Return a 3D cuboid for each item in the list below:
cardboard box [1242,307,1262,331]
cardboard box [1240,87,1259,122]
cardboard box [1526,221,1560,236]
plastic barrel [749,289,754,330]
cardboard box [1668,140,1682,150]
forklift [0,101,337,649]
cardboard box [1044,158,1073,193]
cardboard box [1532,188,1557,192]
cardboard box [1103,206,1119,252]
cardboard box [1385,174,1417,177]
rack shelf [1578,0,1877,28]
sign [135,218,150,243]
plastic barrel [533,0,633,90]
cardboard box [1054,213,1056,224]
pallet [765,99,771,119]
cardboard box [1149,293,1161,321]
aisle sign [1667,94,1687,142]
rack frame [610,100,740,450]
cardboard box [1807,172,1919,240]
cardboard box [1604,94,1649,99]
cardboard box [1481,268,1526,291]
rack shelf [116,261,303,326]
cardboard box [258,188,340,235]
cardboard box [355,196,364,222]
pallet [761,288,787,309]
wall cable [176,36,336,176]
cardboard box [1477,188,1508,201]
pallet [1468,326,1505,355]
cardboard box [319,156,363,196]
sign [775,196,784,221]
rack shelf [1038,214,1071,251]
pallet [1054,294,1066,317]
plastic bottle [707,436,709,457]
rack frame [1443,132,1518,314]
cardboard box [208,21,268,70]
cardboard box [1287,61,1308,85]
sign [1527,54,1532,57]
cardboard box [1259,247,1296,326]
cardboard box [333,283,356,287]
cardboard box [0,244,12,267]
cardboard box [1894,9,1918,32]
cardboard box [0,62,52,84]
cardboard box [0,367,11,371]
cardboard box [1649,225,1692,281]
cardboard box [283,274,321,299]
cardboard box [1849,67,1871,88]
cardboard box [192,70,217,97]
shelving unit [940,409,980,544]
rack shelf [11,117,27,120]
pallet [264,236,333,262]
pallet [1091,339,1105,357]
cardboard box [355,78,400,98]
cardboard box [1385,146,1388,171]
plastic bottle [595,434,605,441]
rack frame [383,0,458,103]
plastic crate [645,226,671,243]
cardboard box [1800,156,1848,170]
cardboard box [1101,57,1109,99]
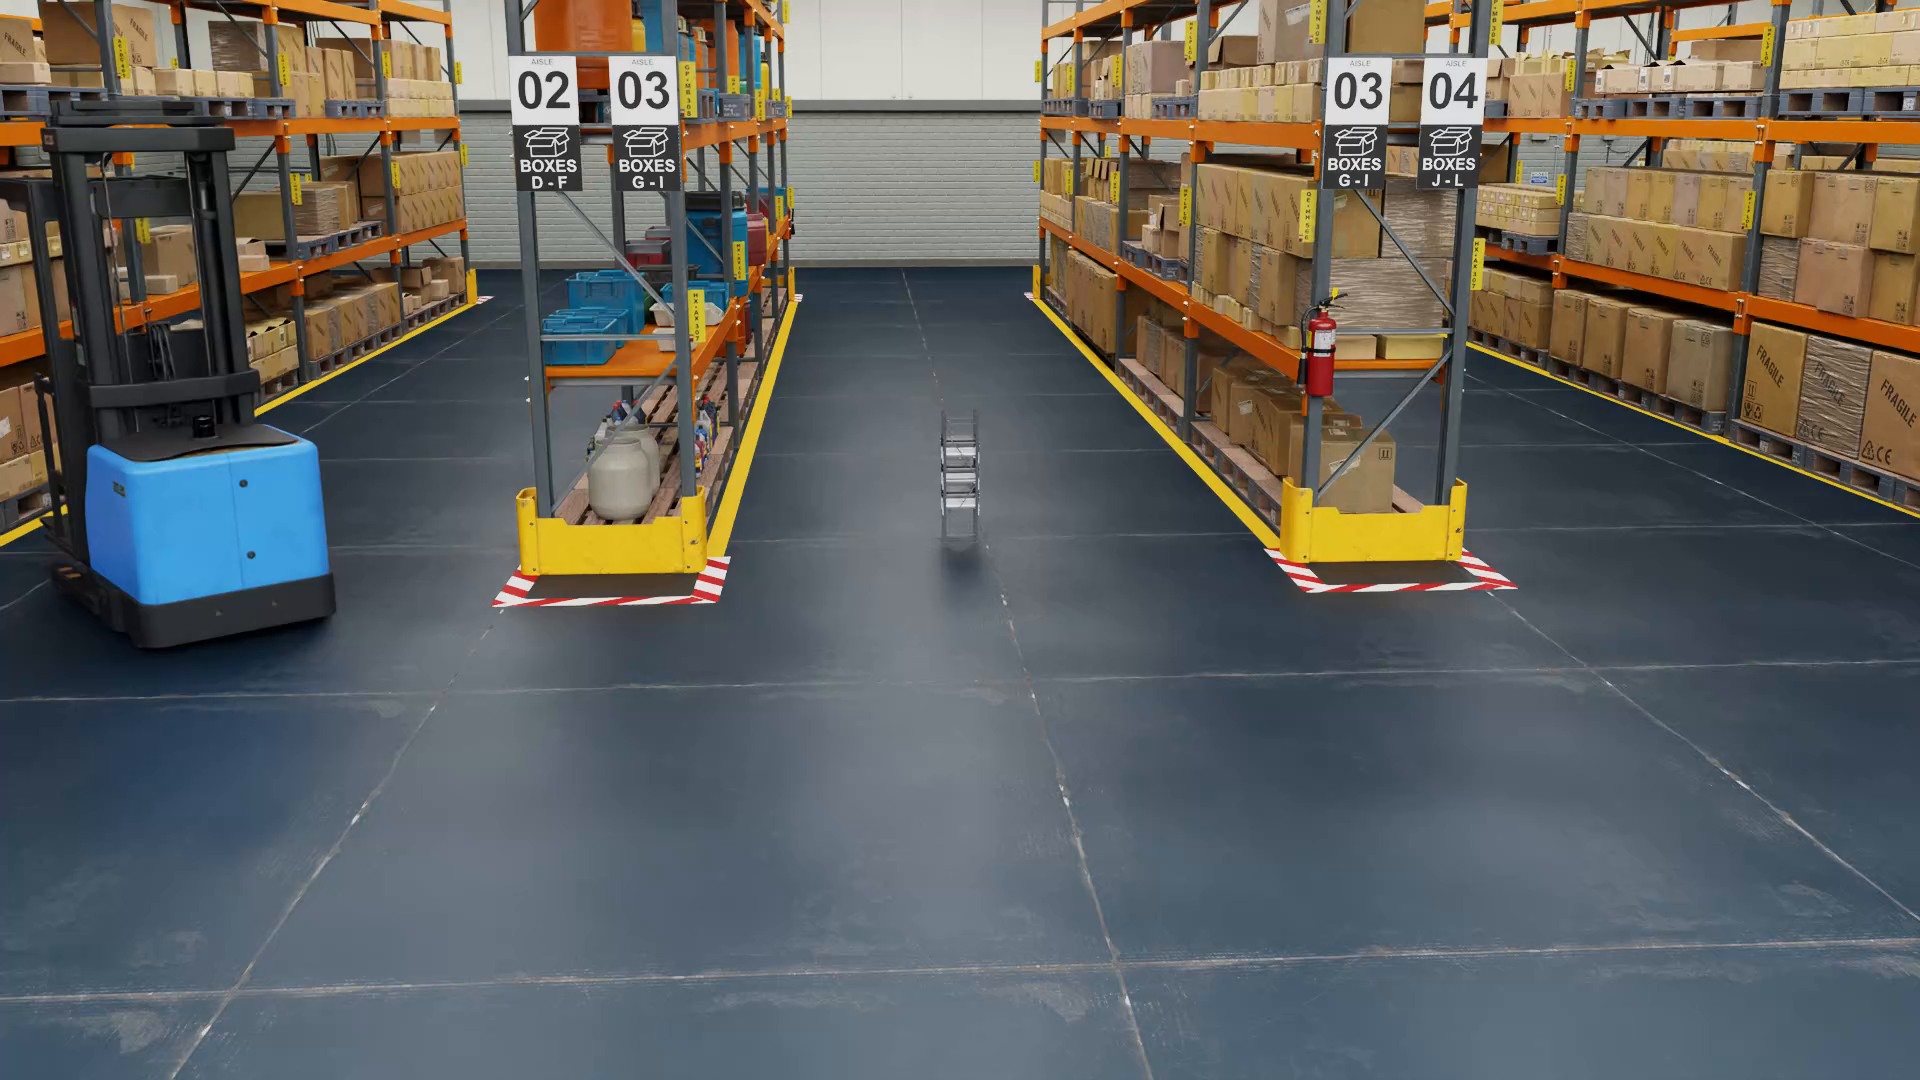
[{"bbox_3d":[2.328,-1.652,12.430,0.380,0.149,0.250,-1,14,-3],"label":"cardboard box"},{"bbox_3d":[2.373,-3.207,12.252,0.500,0.250,0.500,-1,14,-4],"label":"cardboard box"},{"bbox_3d":[6.722,-3.573,19.053,0.380,0.149,0.250,-1,14,-3],"label":"cardboard box"},{"bbox_3d":[-2.876,-3.118,20.992,0.600,0.901,0.708,-1,14,-3],"label":"plastic barrel"},{"bbox_3d":[11.395,-6.221,26.175,0.380,0.149,0.250,-1,14,-2],"label":"cardboard box"},{"bbox_3d":[-4.956,-1.126,10.019,1.130,2.935,3.031,-12,19,-40],"label":"forklift"},{"bbox_3d":[1.550,-5.500,25.082,0.500,0.500,0.500,-1,14,-5],"label":"cardboard box"},{"bbox_3d":[7.281,-4.252,20.500,0.380,0.149,0.250,-1,14,-4],"label":"cardboard box"},{"bbox_3d":[1.951,-3.615,19.357,0.500,0.500,0.500,-1,14,-4],"label":"cardboard box"},{"bbox_3d":[2.964,-2.276,11.550,0.500,0.500,0.500,-1,14,-3],"label":"cardboard box"},{"bbox_3d":[7.335,-5.241,16.084,1.077,0.370,4.000,-1,14,-3],"label":"rack shelf"},{"bbox_3d":[-6.832,-2.644,13.885,0.100,0.325,0.005,-1,14,-3],"label":"sign"},{"bbox_3d":[-2.350,-3.241,10.377,0.600,0.830,0.708,-1,14,-3],"label":"plastic barrel"},{"bbox_3d":[1.566,-4.651,24.086,0.380,0.149,0.250,-1,14,-3],"label":"cardboard box"},{"bbox_3d":[-2.639,-4.800,18.523,1.003,0.211,1.213,-1,14,-3],"label":"pallet"},{"bbox_3d":[2.326,-2.523,17.942,0.500,0.250,0.500,0,14,-1],"label":"cardboard box"},{"bbox_3d":[11.356,-6.739,26.480,0.394,0.787,0.004,-1,14,-3],"label":"aisle sign"},{"bbox_3d":[-2.441,-2.253,14.261,1.000,3.000,0.127,-1,14,-3],"label":"rack frame"},{"bbox_3d":[7.597,-2.749,13.722,0.875,0.550,0.550,-1,14,-3],"label":"cardboard box"},{"bbox_3d":[7.441,-5.022,18.806,0.500,0.500,0.500,-1,14,-3],"label":"cardboard box"},{"bbox_3d":[6.808,-3.279,20.919,0.500,0.250,0.500,0,14,-1],"label":"cardboard box"},{"bbox_3d":[-7.509,-2.326,15.991,1.077,0.370,4.000,-1,14,-3],"label":"rack shelf"},{"bbox_3d":[-7.651,-3.809,19.267,0.700,0.500,0.500,2,15,7],"label":"cardboard box"},{"bbox_3d":[-8.168,-4.335,22.156,0.500,0.500,0.500,-1,14,-3],"label":"cardboard box"},{"bbox_3d":[-3.172,-3.681,25.408,1.003,0.211,1.213,-1,14,-3],"label":"pallet"},{"bbox_3d":[-13.067,-7.898,30.394,3.097,2.526,0.112,-1,14,-3],"label":"wall cable"},{"bbox_3d":[6.610,-4.313,20.738,0.380,0.149,0.250,0,14,-1],"label":"cardboard box"},{"bbox_3d":[7.091,-2.522,20.904,1.003,0.211,1.213,-1,14,-3],"label":"pallet"},{"bbox_3d":[-8.171,-4.821,22.037,0.500,0.500,0.500,-1,14,-3],"label":"cardboard box"},{"bbox_3d":[-2.388,-4.384,21.991,0.100,0.325,0.005,-1,14,-3],"label":"sign"},{"bbox_3d":[1.883,-4.468,24.314,1.077,0.370,4.000,-1,14,-3],"label":"rack shelf"},{"bbox_3d":[1.959,-3.463,24.560,1.003,0.211,1.213,-1,14,-3],"label":"pallet"},{"bbox_3d":[-2.041,-0.757,13.182,0.097,0.201,0.097,0,14,0],"label":"plastic bottle"},{"bbox_3d":[6.963,-4.370,22.491,1.000,3.000,0.127,-1,14,-3],"label":"rack frame"},{"bbox_3d":[-7.654,-5.266,17.745,0.500,0.500,0.500,-1,14,-3],"label":"cardboard box"},{"bbox_3d":[2.396,-3.104,11.054,0.380,0.149,0.250,-2,15,-6],"label":"cardboard box"},{"bbox_3d":[7.517,-6.273,22.041,0.100,0.325,0.005,-1,14,-3],"label":"sign"},{"bbox_3d":[2.593,-1.786,11.652,0.875,0.500,0.500,-1,14,-3],"label":"cardboard box"},{"bbox_3d":[-8.094,-3.045,21.475,0.500,0.500,0.500,-2,15,-6],"label":"cardboard box"},{"bbox_3d":[-7.041,-2.028,11.886,0.380,0.149,0.250,-1,14,-3],"label":"cardboard box"},{"bbox_3d":[7.236,-3.875,12.409,0.380,0.149,0.250,-1,14,-4],"label":"cardboard box"},{"bbox_3d":[-7.038,-3.483,12.406,0.380,0.149,0.250,-1,14,-3],"label":"cardboard box"},{"bbox_3d":[-7.607,-1.043,12.731,0.500,0.500,0.500,-1,14,-3],"label":"cardboard box"},{"bbox_3d":[7.097,-2.806,16.211,0.500,0.500,0.500,-1,14,-3],"label":"cardboard box"},{"bbox_3d":[-8.001,-3.035,19.930,0.500,0.250,0.500,-1,14,-4],"label":"cardboard box"},{"bbox_3d":[7.207,-3.614,12.995,0.380,0.149,0.250,-1,14,-4],"label":"cardboard box"},{"bbox_3d":[-7.474,-4.371,15.932,0.500,0.250,0.500,-1,14,-5],"label":"cardboard box"},{"bbox_3d":[0.000,-0.438,11.422,0.258,0.900,0.210,-1,14,-3],"label":"shelving unit"},{"bbox_3d":[-12.949,-5.691,23.049,1.077,0.370,4.000,-1,14,-3],"label":"rack shelf"},{"bbox_3d":[-7.745,-3.246,18.509,1.213,0.211,1.003,-1,14,-3],"label":"pallet"},{"bbox_3d":[2.208,-2.473,20.715,1.003,0.211,1.213,-1,14,-3],"label":"pallet"},{"bbox_3d":[-7.663,-5.914,21.768,0.500,0.250,0.500,-1,14,-3],"label":"cardboard box"},{"bbox_3d":[6.526,-5.671,24.742,0.500,0.500,0.500,-1,14,-5],"label":"cardboard box"},{"bbox_3d":[-2.733,-0.665,12.674,0.152,0.276,0.135,-1,14,-3],"label":"plastic bottle"},{"bbox_3d":[-8.129,-8.067,24.819,1.000,3.000,0.127,-1,14,-3],"label":"rack frame"},{"bbox_3d":[-2.894,-2.872,16.539,0.402,0.464,0.583,-1,14,-3],"label":"plastic crate"},{"bbox_3d":[11.638,-4.890,22.306,0.500,0.500,0.500,-1,14,-3],"label":"cardboard box"},{"bbox_3d":[2.106,-5.538,19.959,0.797,0.503,0.637,-1,14,-4],"label":"cardboard box"}]
